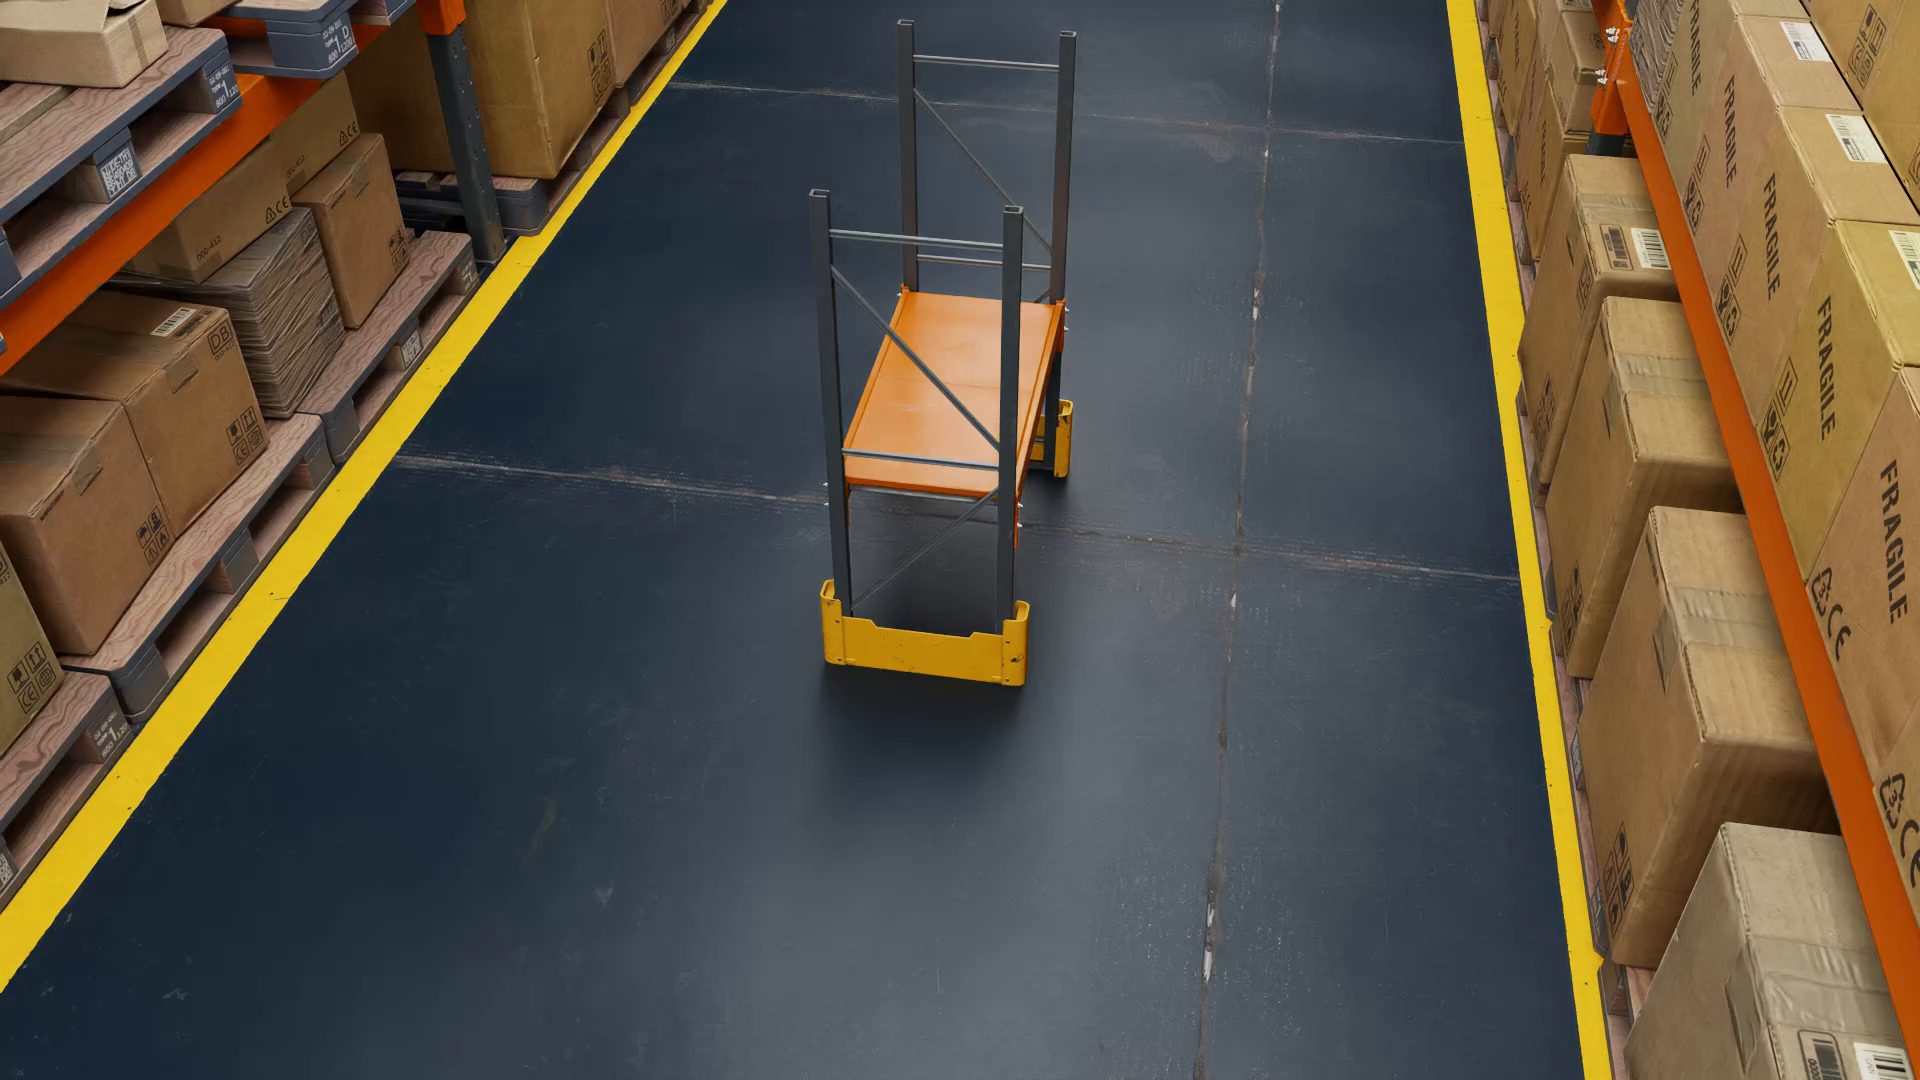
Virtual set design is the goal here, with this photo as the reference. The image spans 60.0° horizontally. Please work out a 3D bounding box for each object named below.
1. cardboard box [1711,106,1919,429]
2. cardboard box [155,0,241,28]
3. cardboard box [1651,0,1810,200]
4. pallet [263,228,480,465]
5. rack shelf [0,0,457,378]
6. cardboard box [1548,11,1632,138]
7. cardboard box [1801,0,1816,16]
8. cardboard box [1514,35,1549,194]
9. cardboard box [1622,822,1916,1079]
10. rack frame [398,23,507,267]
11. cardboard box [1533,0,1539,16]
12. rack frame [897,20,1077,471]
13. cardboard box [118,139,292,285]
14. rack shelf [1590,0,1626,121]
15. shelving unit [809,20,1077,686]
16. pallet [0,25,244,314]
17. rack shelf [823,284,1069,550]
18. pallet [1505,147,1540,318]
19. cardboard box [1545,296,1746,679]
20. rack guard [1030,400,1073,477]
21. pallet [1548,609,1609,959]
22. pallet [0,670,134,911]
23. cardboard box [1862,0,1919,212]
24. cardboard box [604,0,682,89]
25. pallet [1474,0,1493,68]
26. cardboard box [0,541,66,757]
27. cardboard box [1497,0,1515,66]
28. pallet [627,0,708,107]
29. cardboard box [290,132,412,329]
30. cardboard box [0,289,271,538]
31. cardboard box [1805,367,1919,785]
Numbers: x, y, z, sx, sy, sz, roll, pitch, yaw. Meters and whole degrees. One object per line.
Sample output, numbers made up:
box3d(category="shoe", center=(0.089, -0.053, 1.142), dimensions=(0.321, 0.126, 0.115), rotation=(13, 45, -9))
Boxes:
box3d(category="cardboard box", center=(1.950, -0.554, 3.488), dimensions=(0.500, 0.500, 0.500), rotation=(6, 40, 7))
box3d(category="cardboard box", center=(-2.365, -1.822, 4.691), dimensions=(0.700, 0.500, 0.500), rotation=(12, 41, 14))
box3d(category="cardboard box", center=(2.126, -1.183, 4.248), dimensions=(0.500, 0.500, 0.500), rotation=(6, 40, 7))
box3d(category="pallet", center=(-2.449, -0.761, 6.005), dimensions=(1.003, 0.211, 1.213), rotation=(6, 40, 8))
box3d(category="rack shelf", center=(-2.659, -0.794, 4.420), dimensions=(1.077, 0.370, 4.000), rotation=(6, 40, 8))
box3d(category="cardboard box", center=(2.415, -1.661, 5.949), dimensions=(0.500, 0.250, 0.500), rotation=(6, 40, 7))
box3d(category="cardboard box", center=(2.381, -1.541, 3.897), dimensions=(0.700, 0.500, 0.500), rotation=(6, 40, 7))
box3d(category="cardboard box", center=(2.505, -1.682, 6.562), dimensions=(0.500, 0.500, 0.500), rotation=(8, 40, 9))
box3d(category="cardboard box", center=(1.882, 1.100, 3.001), dimensions=(1.050, 0.750, 0.750), rotation=(6, 40, 7))
box3d(category="rack frame", center=(-2.313, -2.326, 5.709), dimensions=(1.000, 3.000, 0.127), rotation=(6, 40, 8))
box3d(category="cardboard box", center=(2.595, -2.297, 6.718), dimensions=(0.500, 0.250, 0.500), rotation=(7, 40, 9))
box3d(category="rack frame", center=(0.073, -0.844, 5.093), dimensions=(0.500, 1.500, 0.032), rotation=(6, 40, 8))
box3d(category="cardboard box", center=(-2.481, -1.063, 5.210), dimensions=(0.500, 0.250, 0.500), rotation=(11, 41, 13))
box3d(category="rack shelf", center=(2.901, -2.694, 6.719), dimensions=(1.077, 0.370, 4.000), rotation=(6, 40, 8))
box3d(category="shelving unit", center=(-0.013, -0.530, 4.714), dimensions=(0.587, 1.500, 1.083), rotation=(6, 40, 8))
box3d(category="pallet", center=(-2.615, -1.005, 4.262), dimensions=(1.003, 0.211, 1.213), rotation=(6, 40, 8))
box3d(category="rack shelf", center=(-0.015, -0.386, 4.822), dimensions=(0.538, 0.185, 1.000), rotation=(6, 40, 8))
box3d(category="pallet", center=(2.692, -1.131, 6.453), dimensions=(1.003, 0.211, 1.213), rotation=(6, 40, 8))
box3d(category="cardboard box", center=(2.213, -0.089, 4.440), dimensions=(1.050, 0.750, 0.750), rotation=(7, 40, 8))
box3d(category="rack guard", center=(0.073, -0.361, 5.491), dimensions=(0.587, 0.250, 0.087), rotation=(6, 40, 8))
box3d(category="pallet", center=(2.131, 0.609, 4.348), dimensions=(1.003, 0.211, 1.213), rotation=(6, 40, 8))
box3d(category="pallet", center=(-2.871, 0.770, 4.153), dimensions=(1.003, 0.211, 1.213), rotation=(6, 40, 8))
box3d(category="cardboard box", center=(2.207, -0.898, 3.119), dimensions=(0.700, 0.500, 0.500), rotation=(6, 40, 7))
box3d(category="cardboard box", center=(-2.011, -2.658, 7.449), dimensions=(1.225, 0.875, 0.875), rotation=(7, 40, 8))
box3d(category="pallet", center=(3.114, -2.663, 8.305), dimensions=(1.003, 0.211, 1.213), rotation=(6, 40, 8))
box3d(category="cardboard box", center=(-2.776, 0.298, 4.152), dimensions=(0.700, 0.500, 0.500), rotation=(6, 40, 7))
box3d(category="cardboard box", center=(2.691, -2.328, 7.343), dimensions=(0.500, 0.500, 0.500), rotation=(7, 40, 8))
box3d(category="pallet", center=(-1.888, -2.501, 8.110), dimensions=(1.003, 0.211, 1.213), rotation=(6, 40, 8))
box3d(category="cardboard box", center=(-2.409, -1.110, 5.854), dimensions=(0.700, 0.500, 0.500), rotation=(4, 40, 5))
box3d(category="cardboard box", center=(-2.583, -0.404, 5.000), dimensions=(0.700, 0.500, 0.500), rotation=(10, 41, 11))
box3d(category="cardboard box", center=(1.777, 0.082, 2.718), dimensions=(0.500, 0.500, 0.500), rotation=(6, 40, 7))
